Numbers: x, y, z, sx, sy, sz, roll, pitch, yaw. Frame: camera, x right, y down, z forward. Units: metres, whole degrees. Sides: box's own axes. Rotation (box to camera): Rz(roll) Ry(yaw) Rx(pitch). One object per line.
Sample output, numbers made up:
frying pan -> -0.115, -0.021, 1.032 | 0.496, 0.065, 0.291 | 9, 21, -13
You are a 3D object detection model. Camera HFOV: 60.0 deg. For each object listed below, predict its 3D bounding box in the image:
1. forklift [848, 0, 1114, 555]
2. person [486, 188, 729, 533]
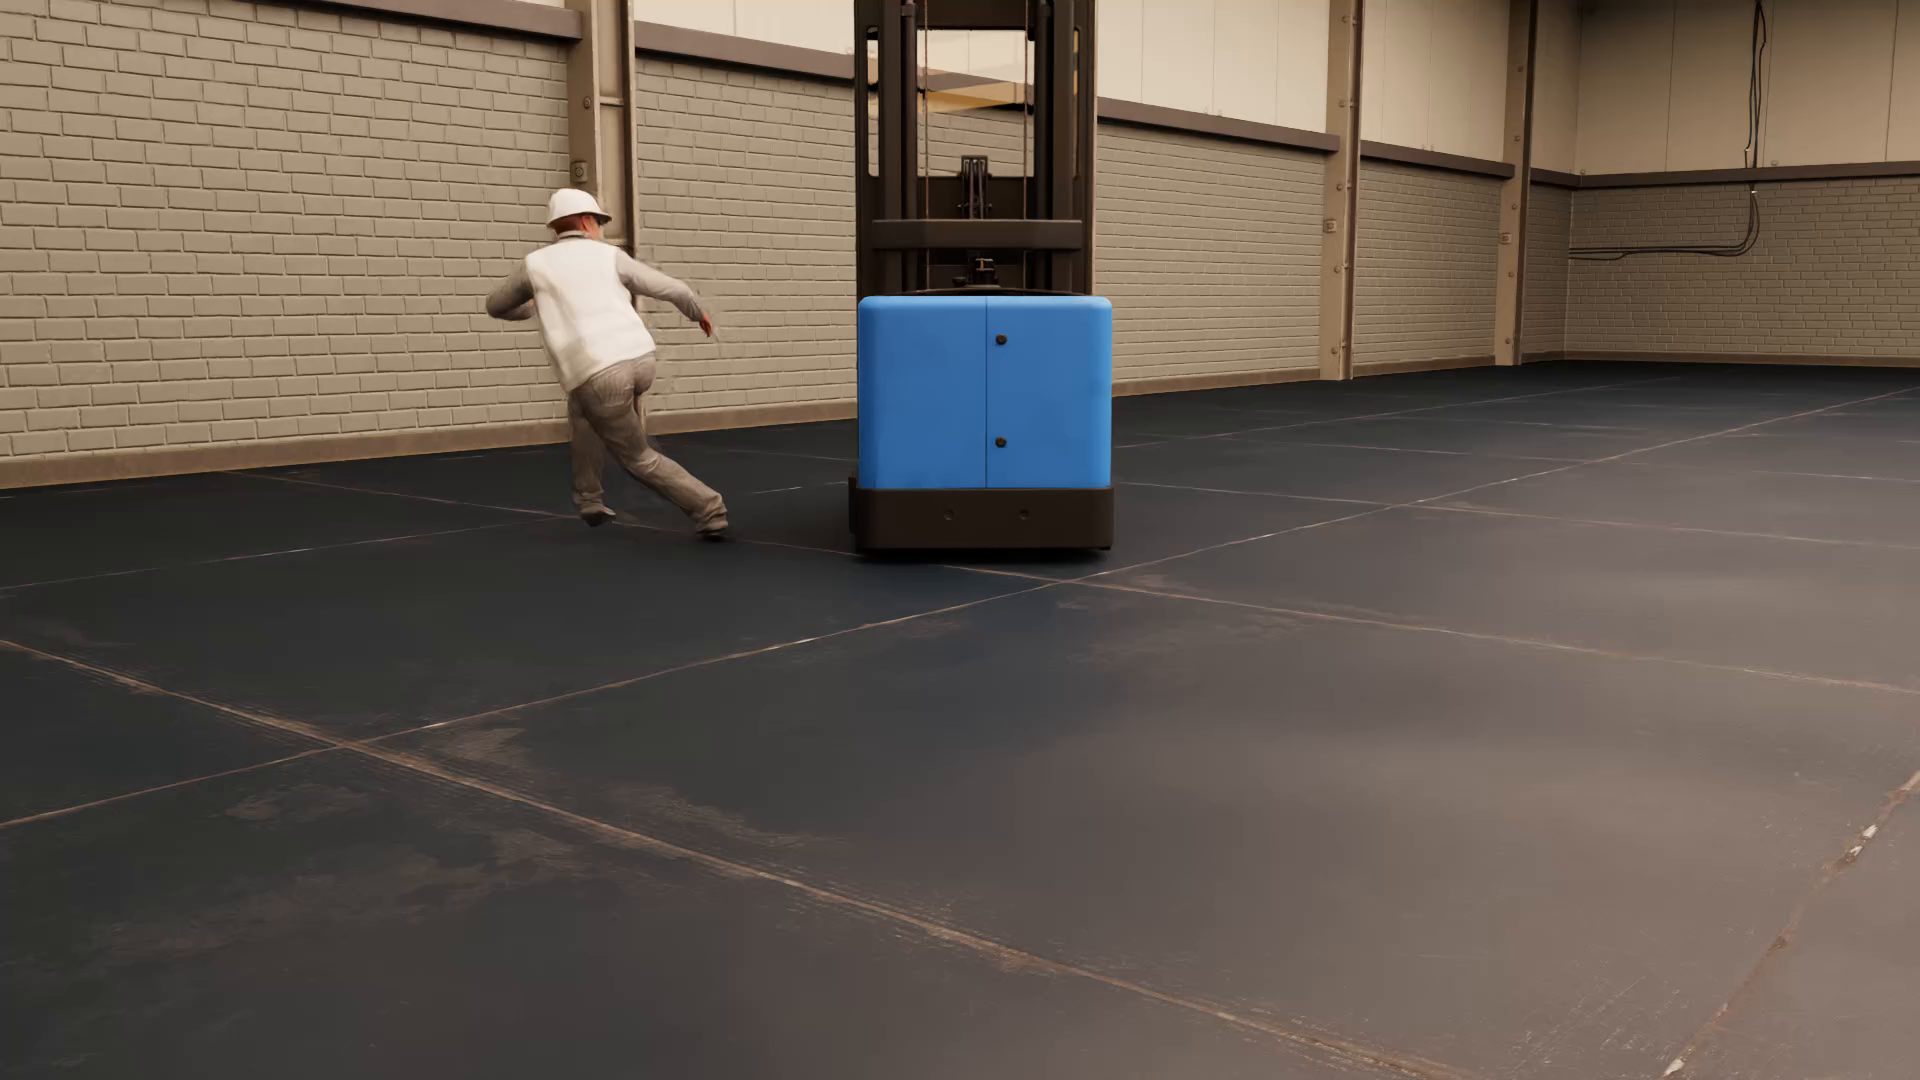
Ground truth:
forklift -> 0.047, -1.565, 7.975 | 1.130, 2.935, 3.031 | 0, 8, -2
person -> -1.555, -0.787, 7.403 | 0.960, 1.523, 0.927 | -6, 10, -36
